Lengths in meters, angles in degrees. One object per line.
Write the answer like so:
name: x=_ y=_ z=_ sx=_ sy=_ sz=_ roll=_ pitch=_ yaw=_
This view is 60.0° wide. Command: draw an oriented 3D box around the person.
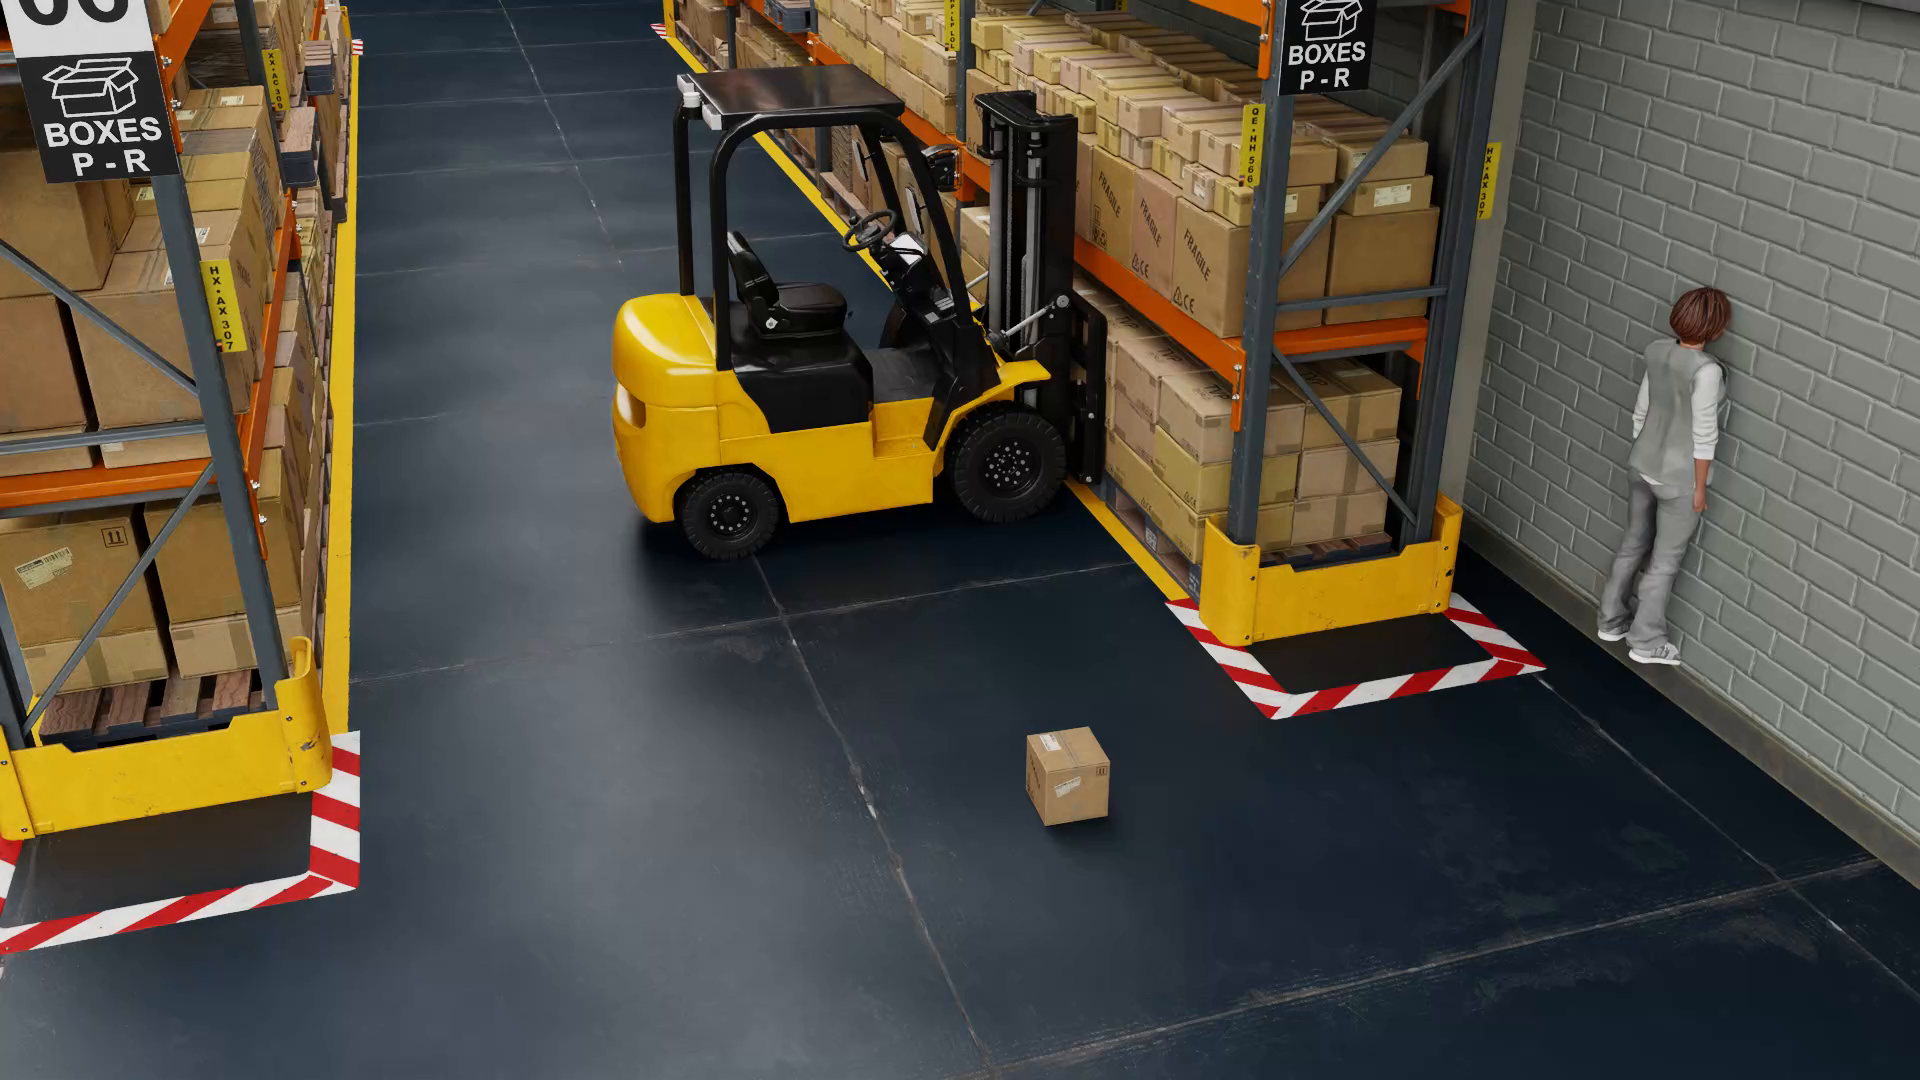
person: x=2.901 y=-0.262 z=6.798 sx=0.309 sy=1.604 sz=0.407 roll=-9 pitch=28 yaw=-17
